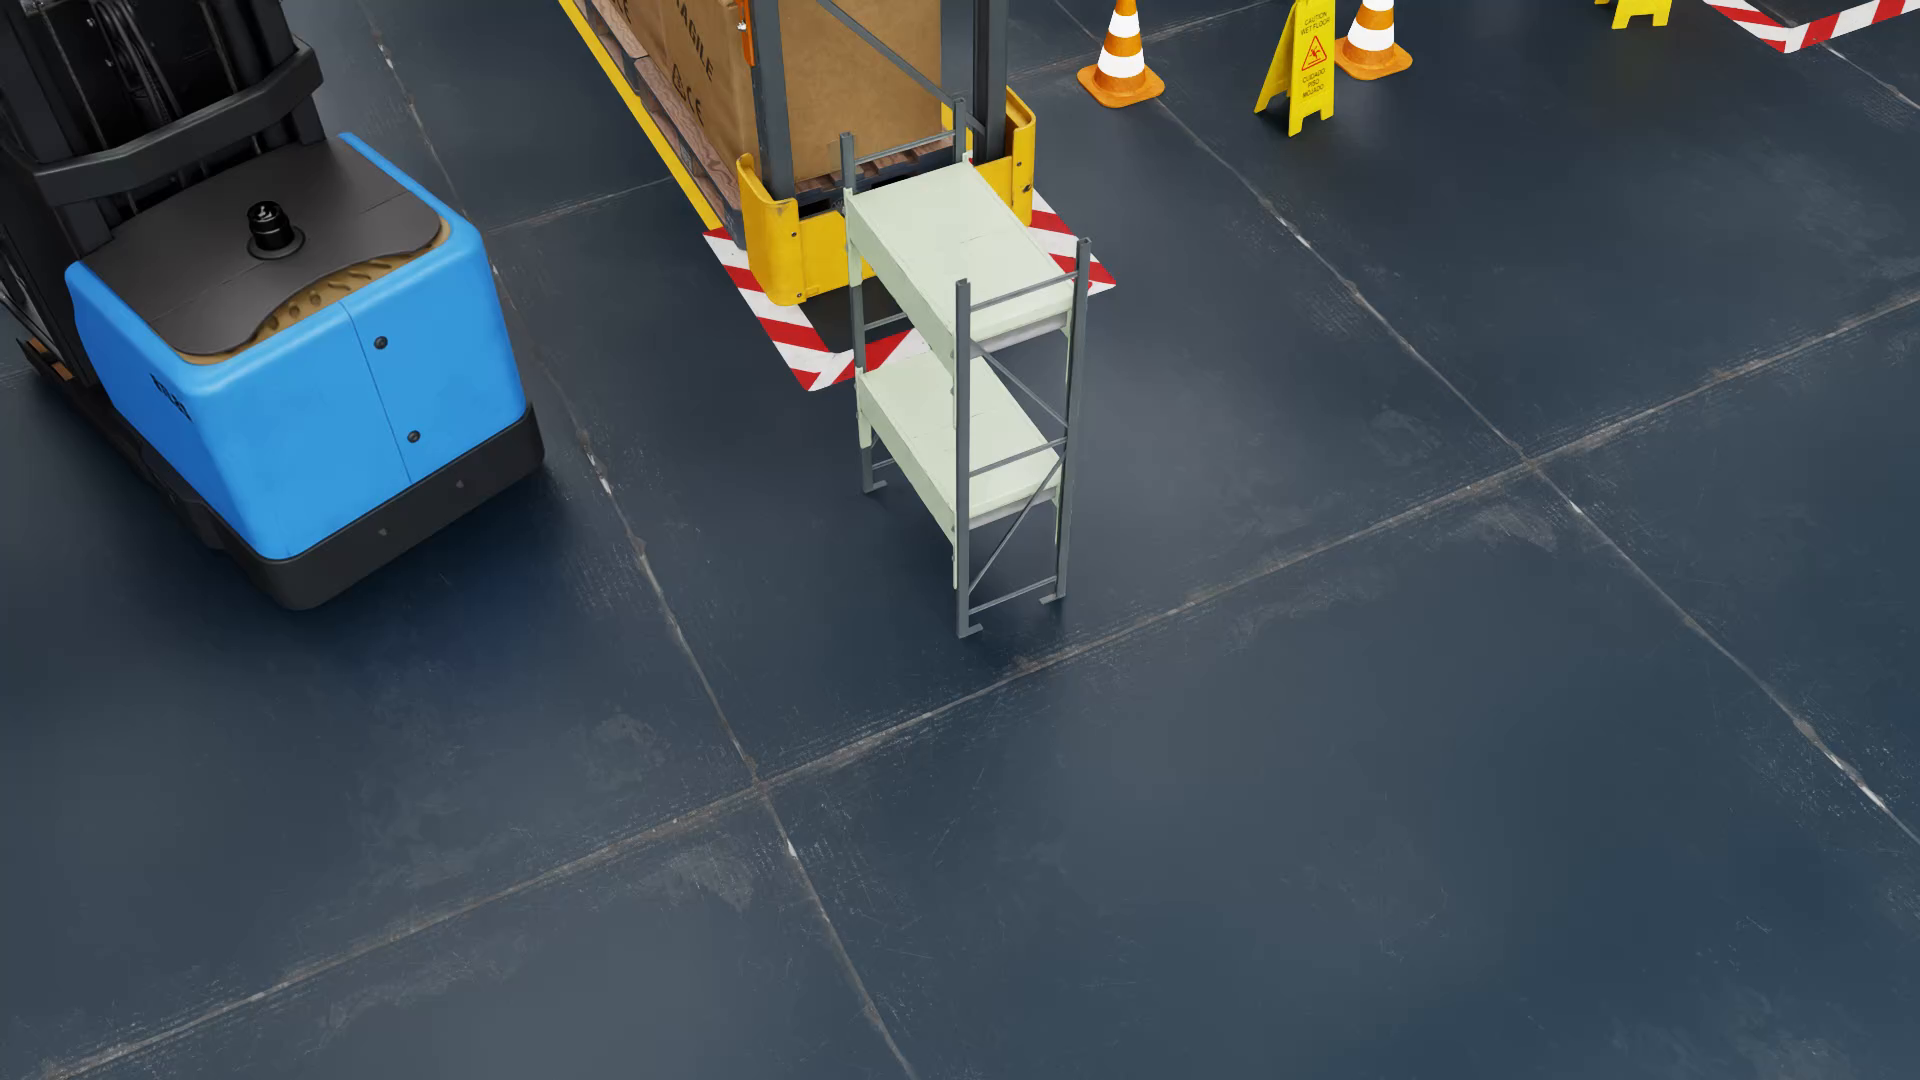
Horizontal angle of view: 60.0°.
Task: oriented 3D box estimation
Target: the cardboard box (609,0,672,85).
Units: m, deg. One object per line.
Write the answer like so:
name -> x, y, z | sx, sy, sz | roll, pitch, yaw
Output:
cardboard box -> -1.062, -2.682, 7.235 | 0.875, 0.875, 0.875 | -22, 52, -18

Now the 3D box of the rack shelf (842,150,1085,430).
rack shelf -> 0.003, -0.746, 4.888 | 0.431, 0.370, 0.720 | -21, 52, -18

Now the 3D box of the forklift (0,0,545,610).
forklift -> -2.883, -1.732, 5.318 | 3.031, 2.935, 1.130 | 36, 58, 27

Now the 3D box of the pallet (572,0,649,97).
pallet -> -1.279, -2.629, 7.909 | 1.003, 0.211, 1.213 | -21, 52, -18

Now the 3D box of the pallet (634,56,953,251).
pallet -> -0.724, -1.814, 7.196 | 1.003, 0.211, 1.213 | -21, 52, -18

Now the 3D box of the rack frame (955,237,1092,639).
rack frame -> 0.171, -0.244, 4.967 | 0.400, 1.500, 0.023 | -21, 52, -18

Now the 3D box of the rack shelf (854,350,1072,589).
rack shelf -> 0.003, -0.275, 5.427 | 0.431, 0.370, 0.720 | -21, 52, -18

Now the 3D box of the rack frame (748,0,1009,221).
rack frame -> -0.289, -2.224, 5.702 | 1.000, 3.000, 0.127 | -21, 52, -18

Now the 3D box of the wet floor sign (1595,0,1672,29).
wet floor sign -> 3.202, -2.725, 7.705 | 0.267, 0.644, 0.232 | -5, 49, -5

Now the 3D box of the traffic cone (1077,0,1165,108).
traffic cone -> 0.731, -2.233, 7.396 | 0.336, 0.463, 0.334 | -21, 52, -18

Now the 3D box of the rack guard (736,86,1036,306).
rack guard -> -0.278, -1.385, 6.629 | 1.175, 0.500, 0.348 | -21, 52, -18

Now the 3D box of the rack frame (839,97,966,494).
rack frame -> -0.164, -0.734, 5.396 | 0.400, 1.500, 0.023 | -21, 52, -18

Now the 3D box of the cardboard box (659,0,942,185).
cardboard box -> -0.658, -2.093, 6.721 | 0.875, 0.875, 0.875 | -21, 52, -17

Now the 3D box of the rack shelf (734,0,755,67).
rack shelf -> -1.204, -3.325, 7.143 | 1.077, 0.370, 4.000 | -21, 52, -18

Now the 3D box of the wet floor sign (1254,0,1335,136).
wet floor sign -> 1.485, -2.111, 7.168 | 0.267, 0.644, 0.232 | -30, 55, -23

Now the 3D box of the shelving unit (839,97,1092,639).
shelving unit -> 0.003, -0.489, 5.182 | 0.431, 1.500, 0.755 | -21, 52, -18

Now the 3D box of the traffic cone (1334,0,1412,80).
traffic cone -> 1.891, -2.395, 7.537 | 0.336, 0.463, 0.334 | -21, 52, -18
